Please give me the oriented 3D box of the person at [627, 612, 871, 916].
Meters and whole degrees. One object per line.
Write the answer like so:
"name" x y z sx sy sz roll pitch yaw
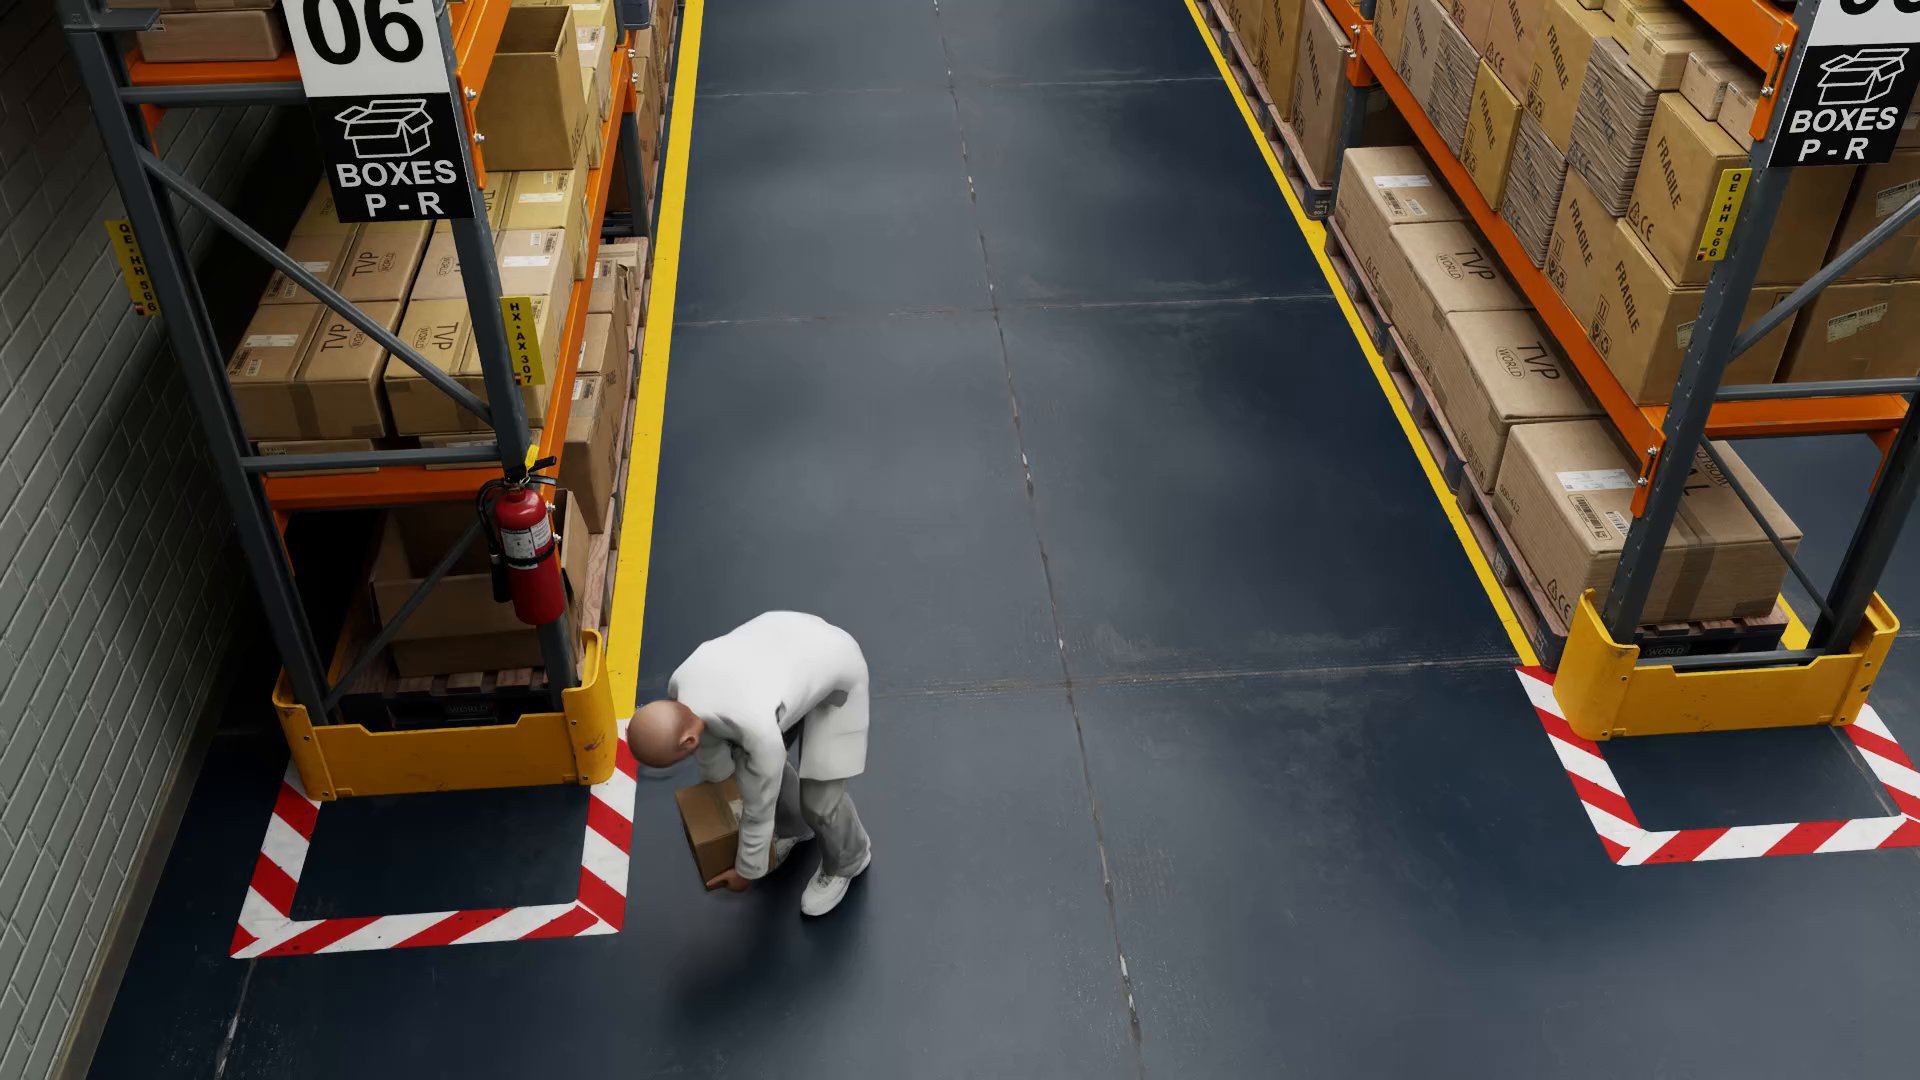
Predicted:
"person" -0.681 0.816 5.570 0.560 1.249 0.931 25 45 28
